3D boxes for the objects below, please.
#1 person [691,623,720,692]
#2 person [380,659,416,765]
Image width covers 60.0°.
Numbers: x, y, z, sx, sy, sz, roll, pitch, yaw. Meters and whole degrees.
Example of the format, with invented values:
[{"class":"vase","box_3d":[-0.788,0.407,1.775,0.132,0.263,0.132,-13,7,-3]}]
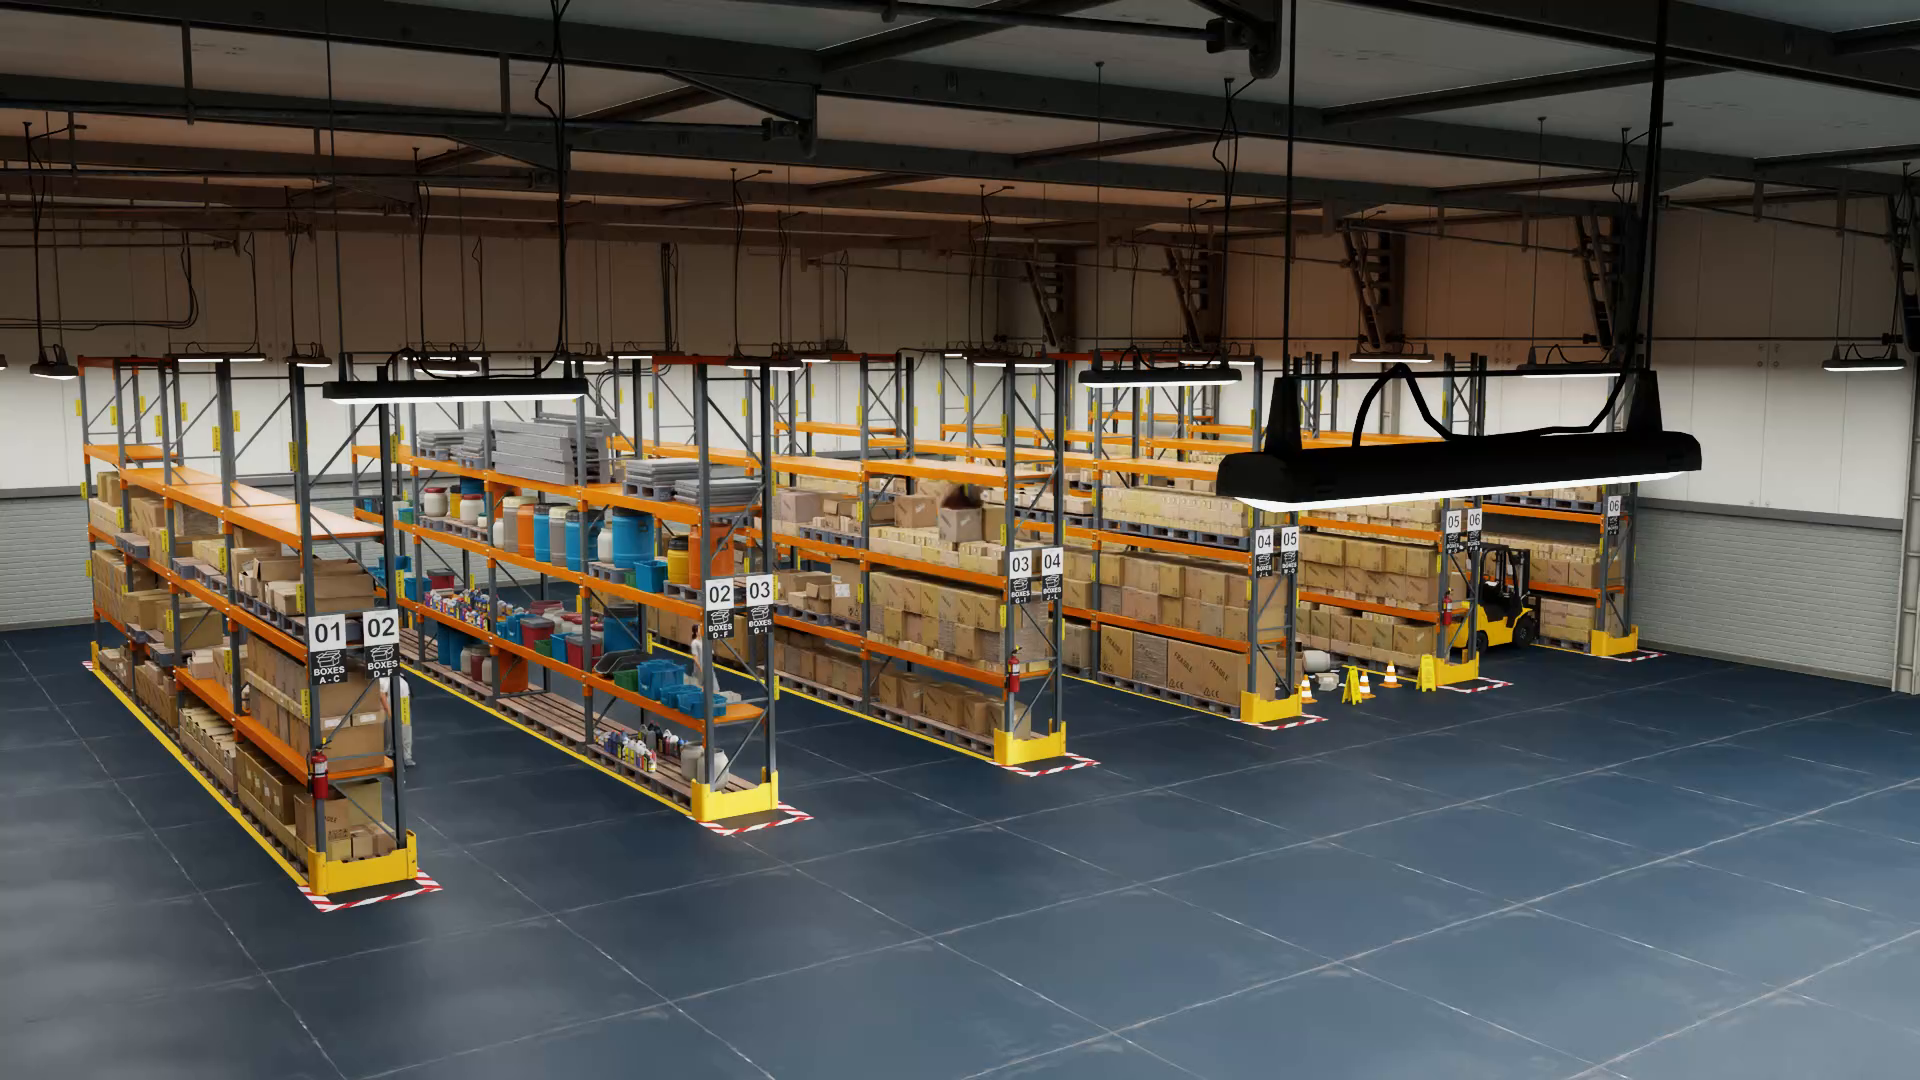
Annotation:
[{"class":"person","box_3d":[-4.253,2.185,27.589,1.001,1.616,0.453,6,9,43]},{"class":"person","box_3d":[-8.426,2.523,24.833,0.490,1.626,0.940,-4,8,-30]}]
